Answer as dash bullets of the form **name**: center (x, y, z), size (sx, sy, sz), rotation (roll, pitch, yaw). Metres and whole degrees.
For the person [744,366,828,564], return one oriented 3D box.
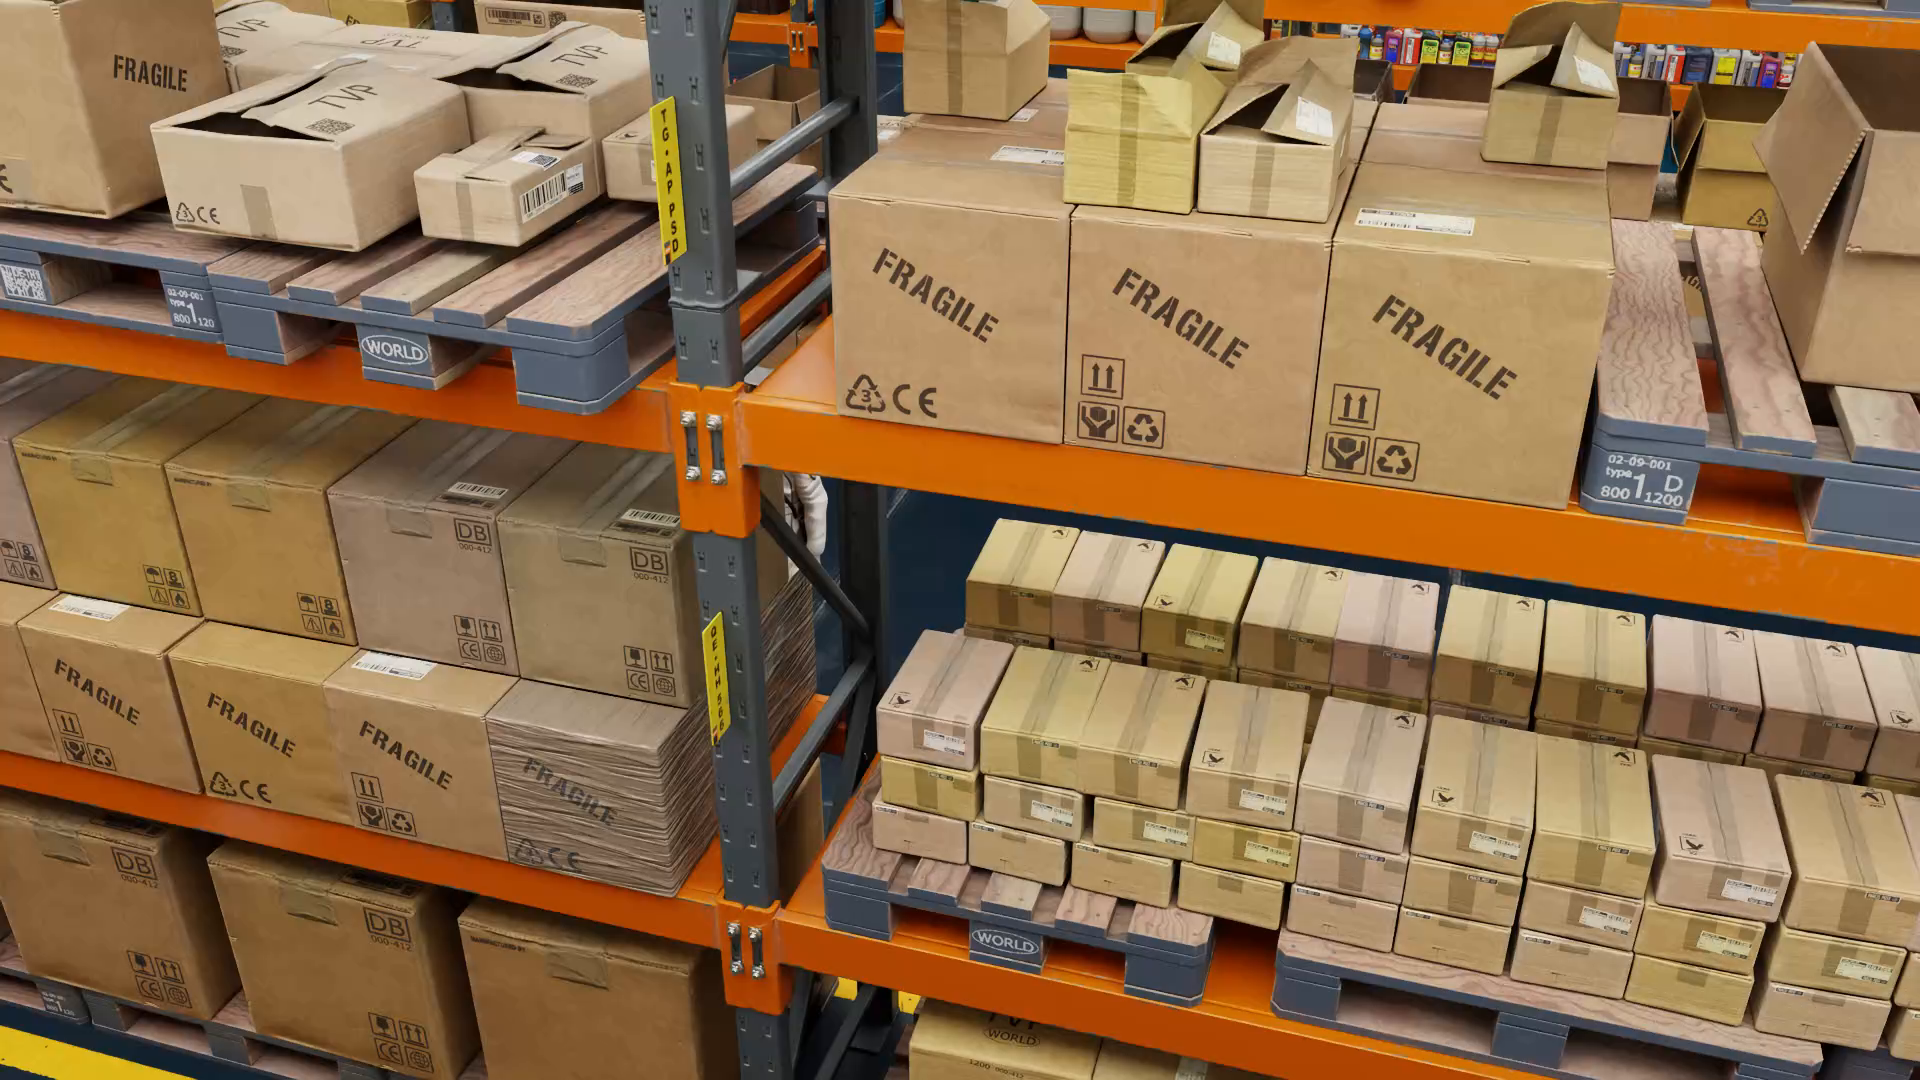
- **person**: center (-0.825, 0.029, 7.073), size (0.528, 1.662, 0.407), rotation (9, 31, 15)
